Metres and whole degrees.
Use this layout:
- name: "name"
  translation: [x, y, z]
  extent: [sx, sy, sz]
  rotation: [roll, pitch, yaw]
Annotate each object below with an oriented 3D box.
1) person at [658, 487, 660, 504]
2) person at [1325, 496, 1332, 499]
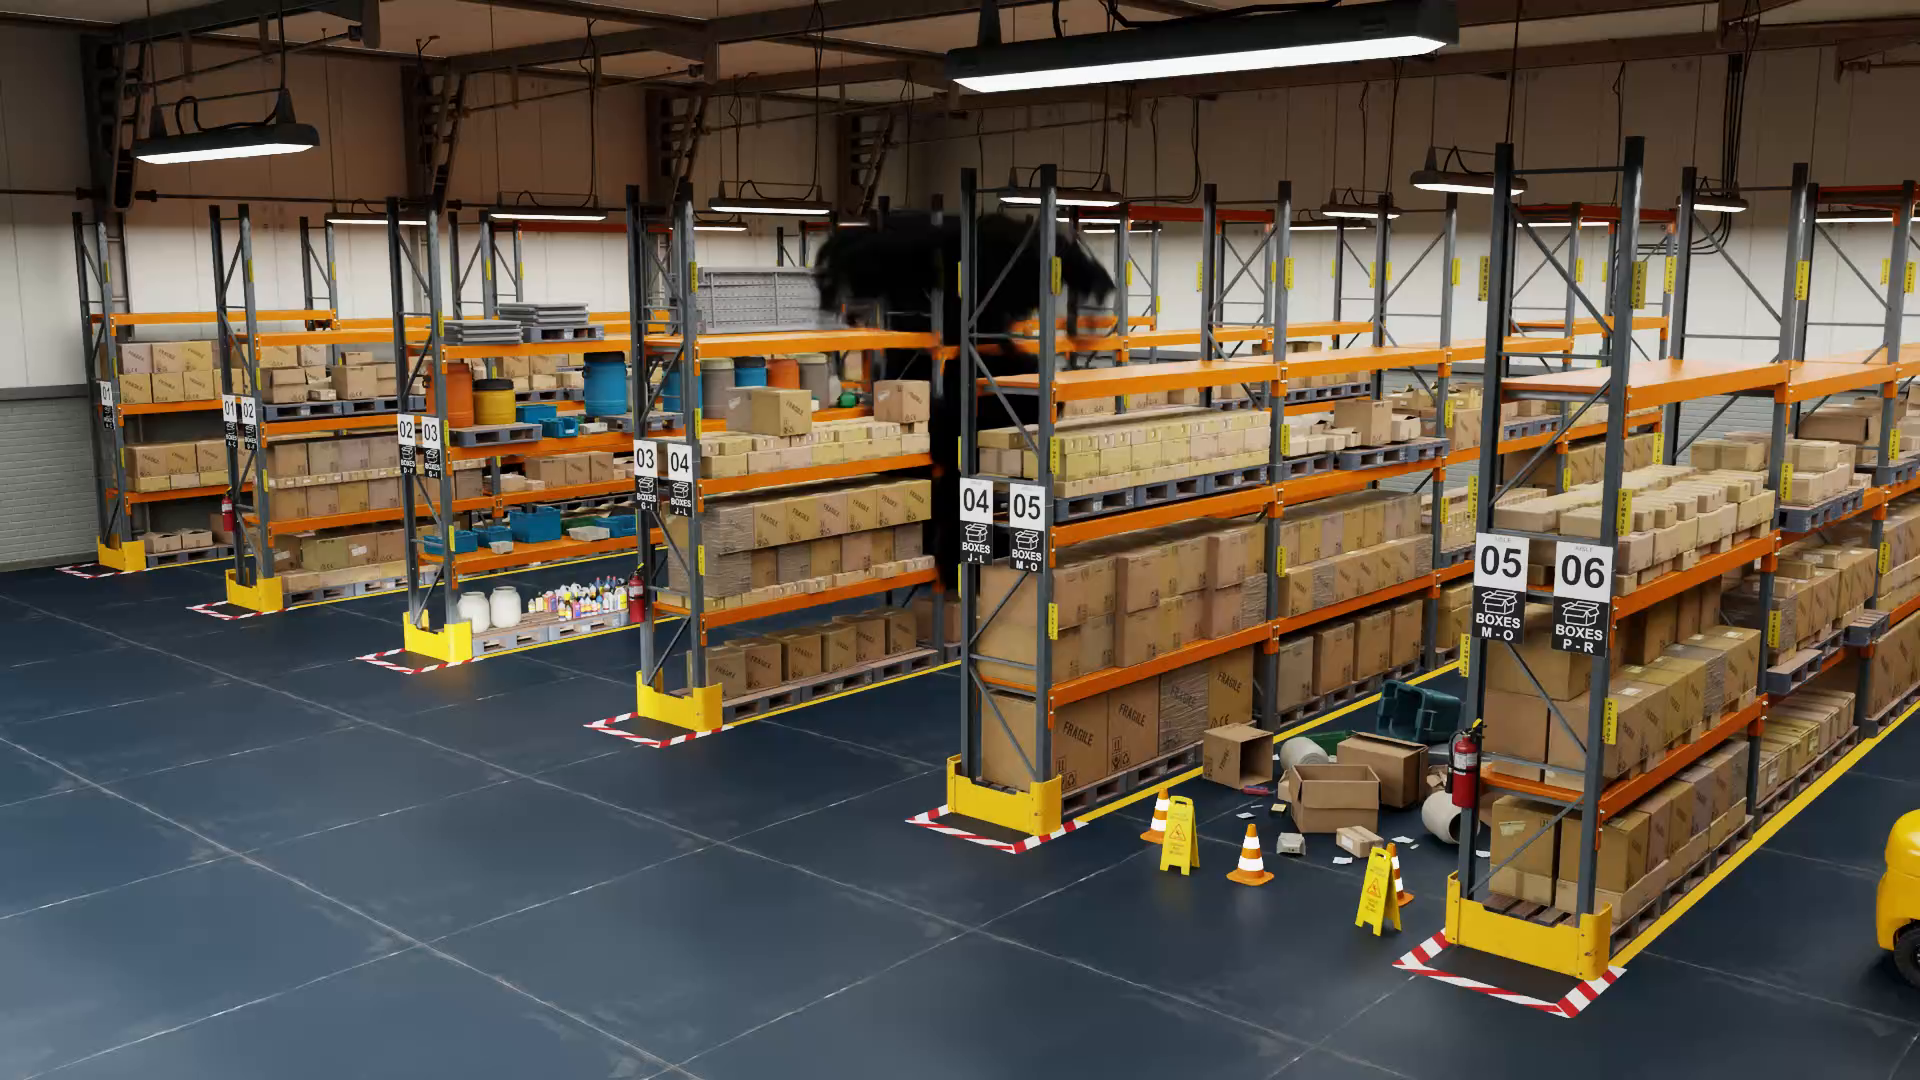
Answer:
- name: "person"
  translation: [-6.212, -1.199, 33.436]
  extent: [0.587, 1.664, 1.008]
  rotation: [8, 13, 41]
- name: "person"
  translation: [5.207, 0.192, 23.591]
  extent: [0.487, 1.616, 0.586]
  rotation: [-9, 13, -42]
